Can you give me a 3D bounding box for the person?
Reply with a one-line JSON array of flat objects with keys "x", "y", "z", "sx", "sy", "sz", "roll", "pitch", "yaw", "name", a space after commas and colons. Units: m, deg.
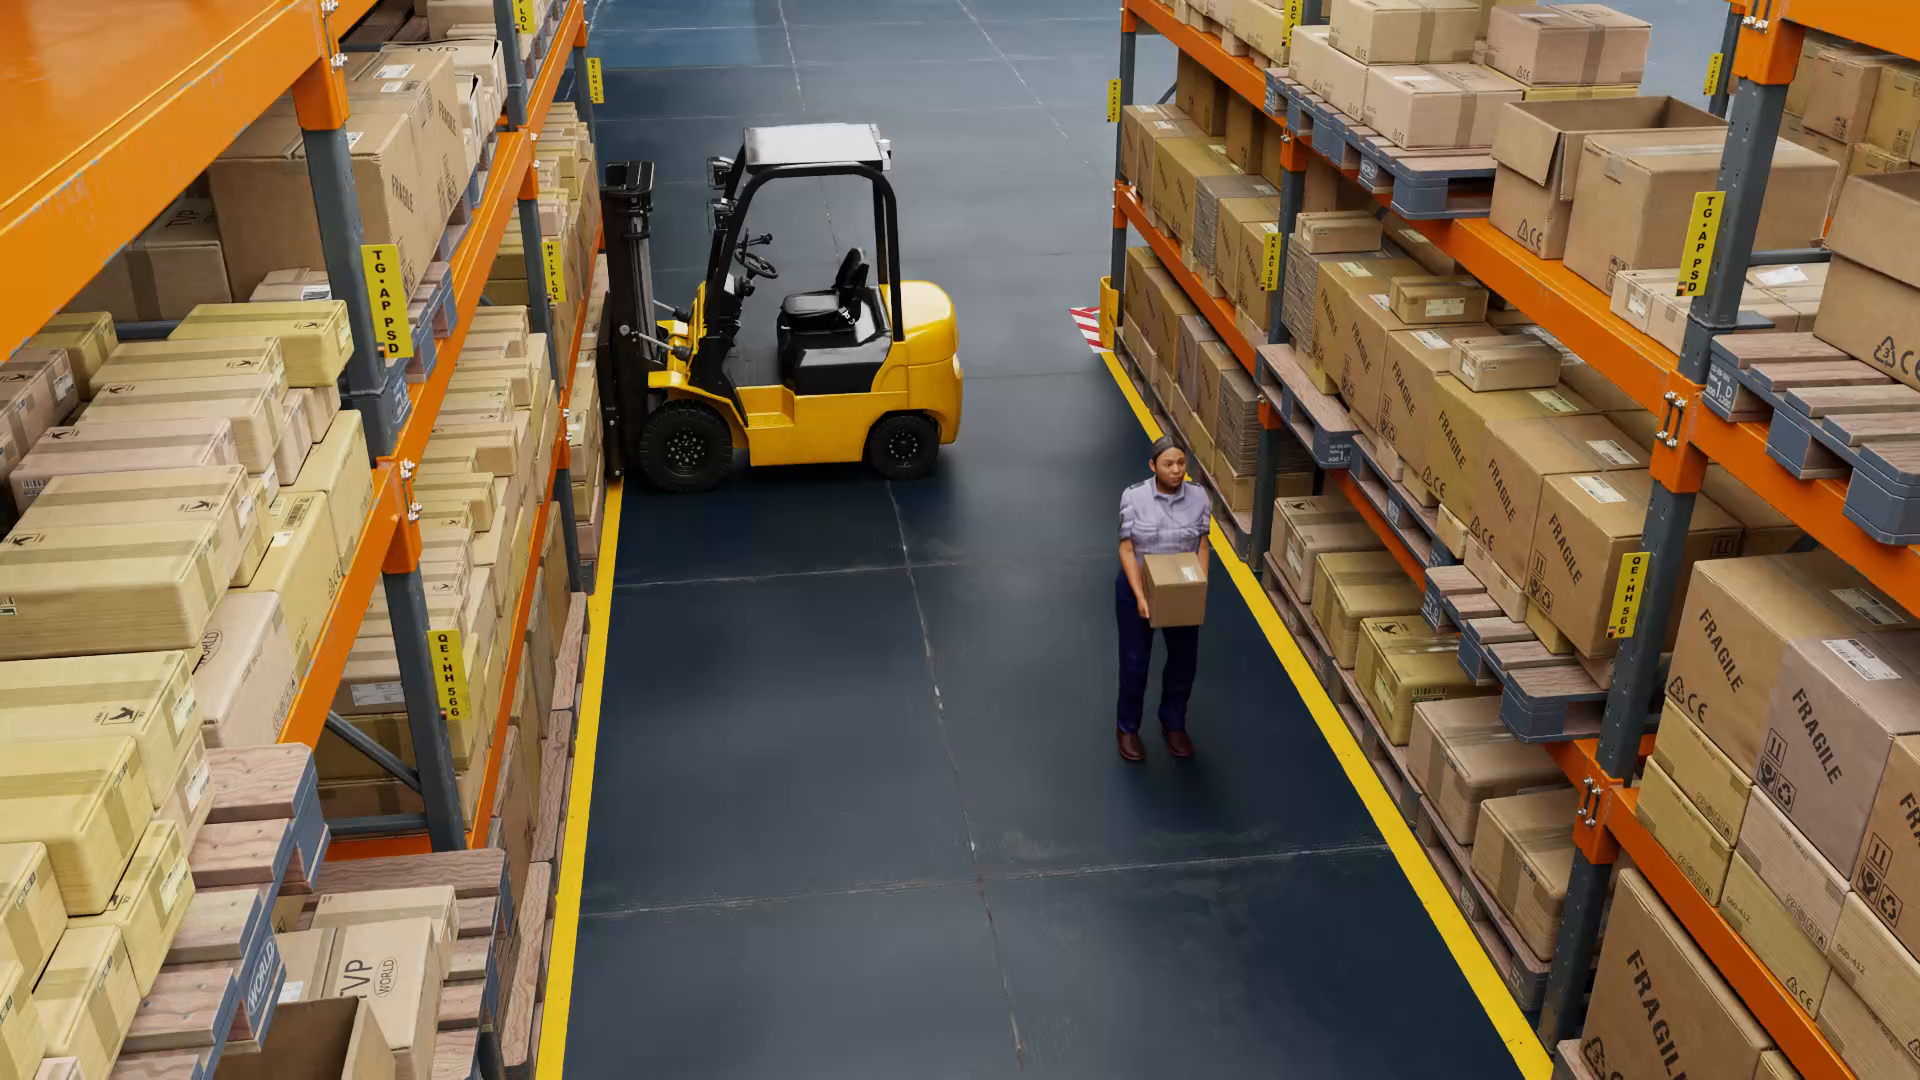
[{"x": 0.987, "y": 0.314, "z": 8.054, "sx": 0.452, "sy": 1.623, "sz": 0.518, "roll": -3, "pitch": 27, "yaw": -6, "name": "person"}]
